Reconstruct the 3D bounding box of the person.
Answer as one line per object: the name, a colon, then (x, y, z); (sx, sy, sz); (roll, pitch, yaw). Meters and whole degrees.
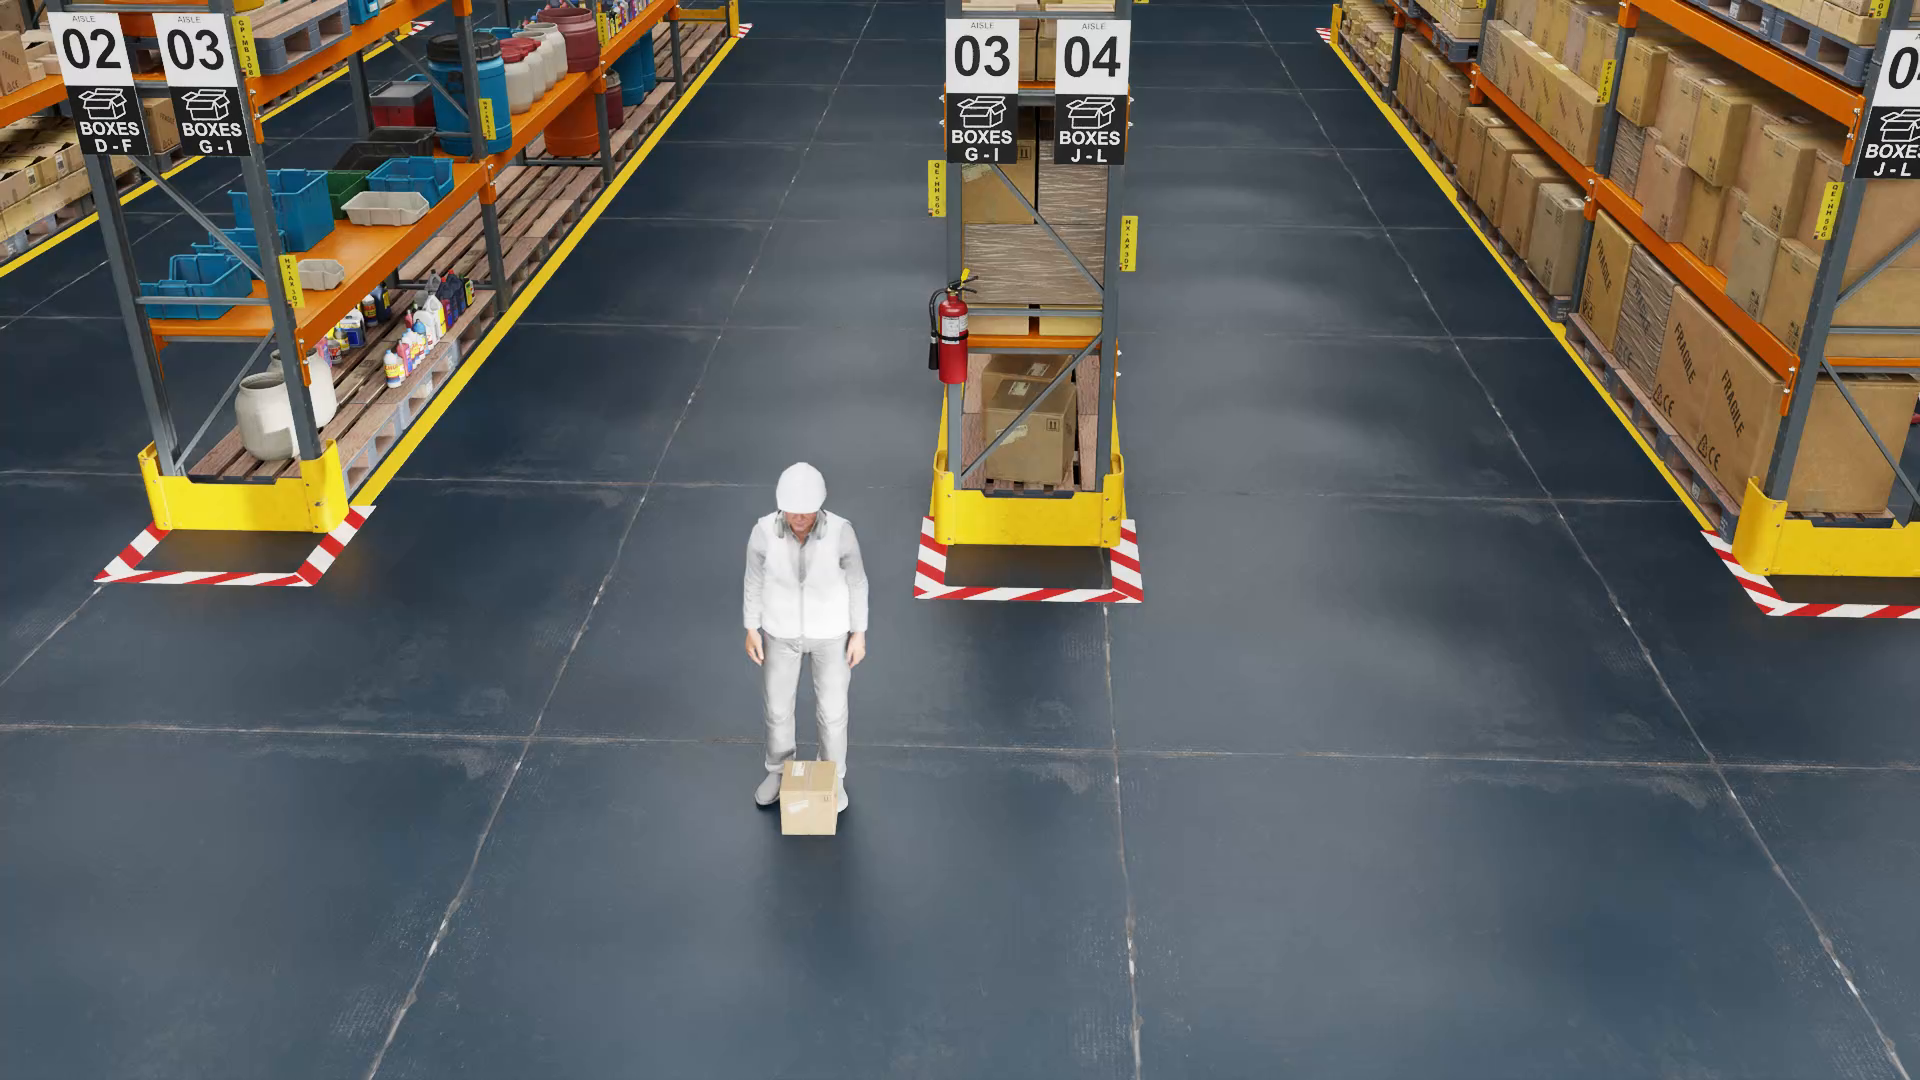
person: (-0.718, 0.430, 7.776); (0.581, 1.771, 0.463); (1, 28, 2)
